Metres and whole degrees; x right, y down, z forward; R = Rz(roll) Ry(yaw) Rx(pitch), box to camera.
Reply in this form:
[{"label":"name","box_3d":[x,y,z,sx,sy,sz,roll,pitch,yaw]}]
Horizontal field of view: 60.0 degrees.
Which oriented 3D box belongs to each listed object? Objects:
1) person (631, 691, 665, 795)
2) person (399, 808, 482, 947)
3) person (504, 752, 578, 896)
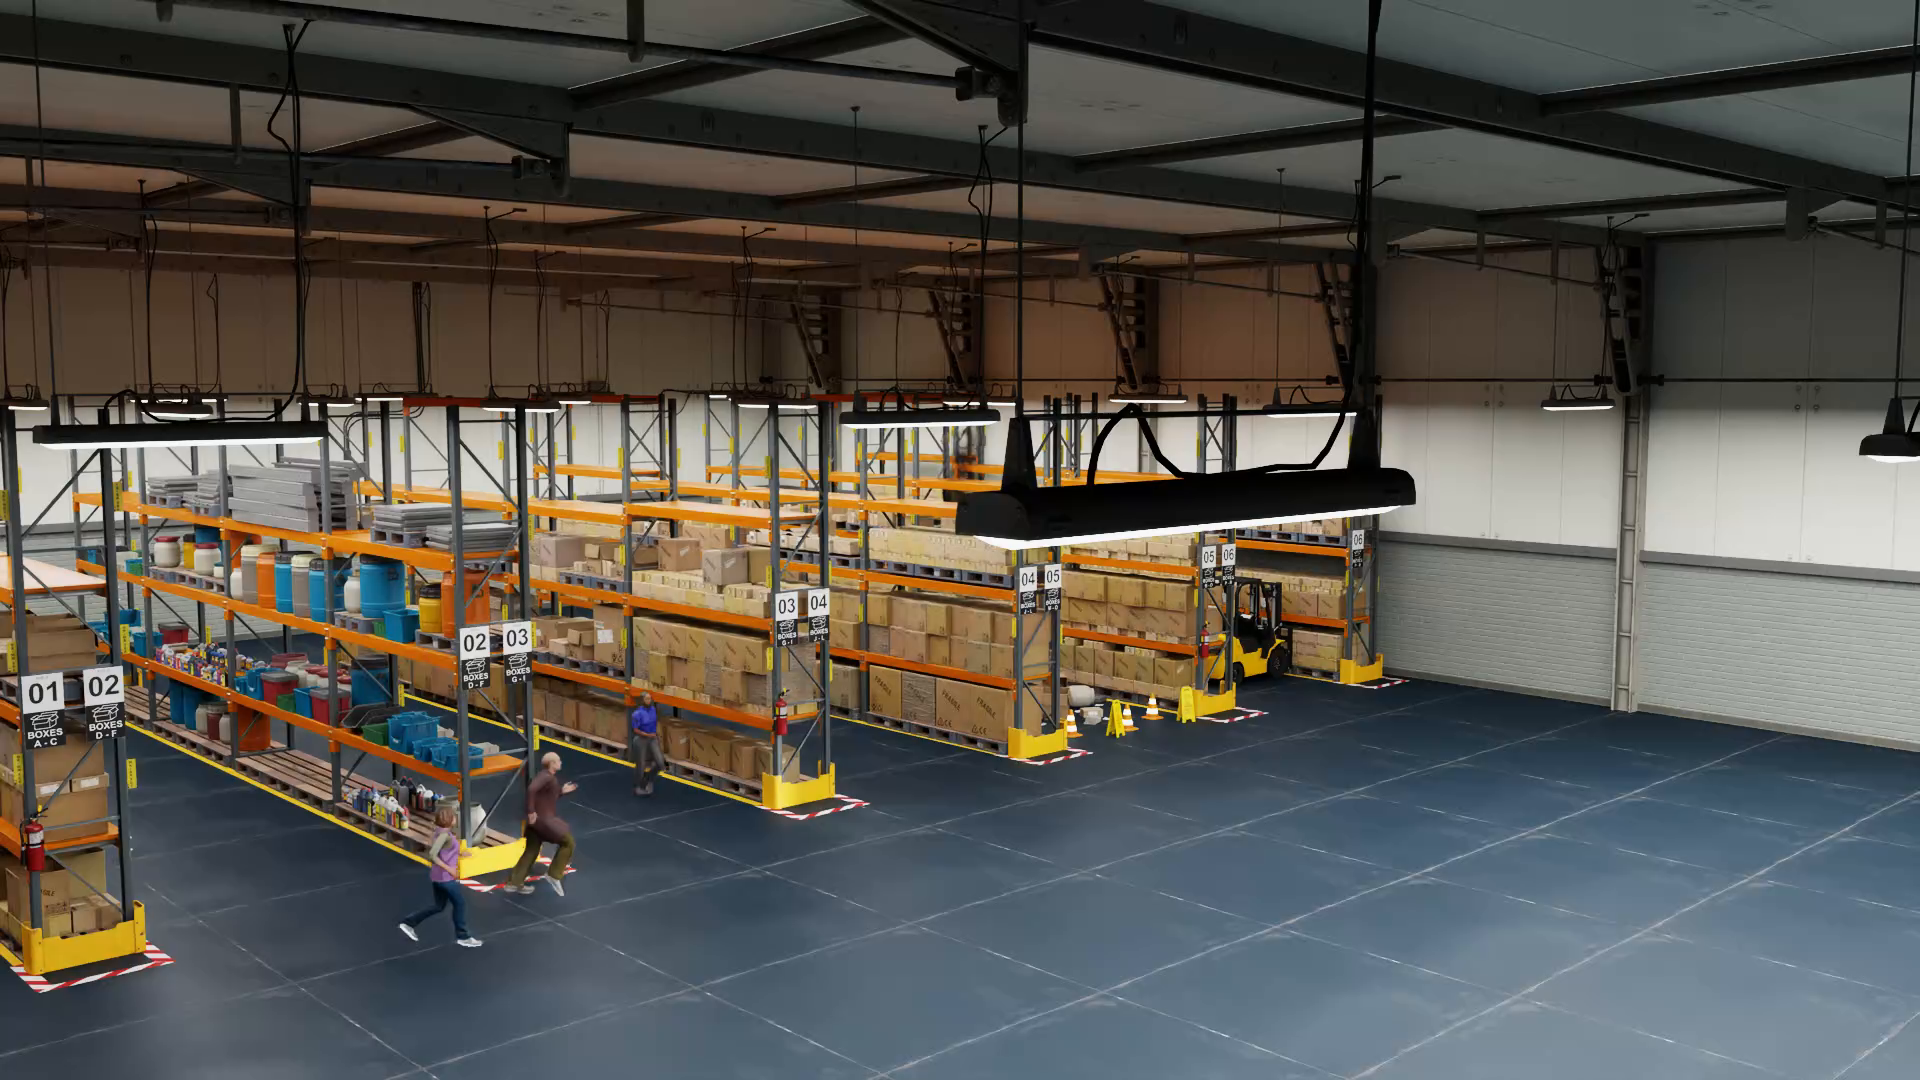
[{"label":"person","box_3d":[-4.722,3.080,25.179,0.720,1.613,0.542,5,8,44]},{"label":"person","box_3d":[-5.758,3.762,18.399,0.873,1.599,0.544,-2,6,-23]},{"label":"person","box_3d":[-5.124,3.499,20.360,0.955,1.785,0.687,-3,6,-31]}]
